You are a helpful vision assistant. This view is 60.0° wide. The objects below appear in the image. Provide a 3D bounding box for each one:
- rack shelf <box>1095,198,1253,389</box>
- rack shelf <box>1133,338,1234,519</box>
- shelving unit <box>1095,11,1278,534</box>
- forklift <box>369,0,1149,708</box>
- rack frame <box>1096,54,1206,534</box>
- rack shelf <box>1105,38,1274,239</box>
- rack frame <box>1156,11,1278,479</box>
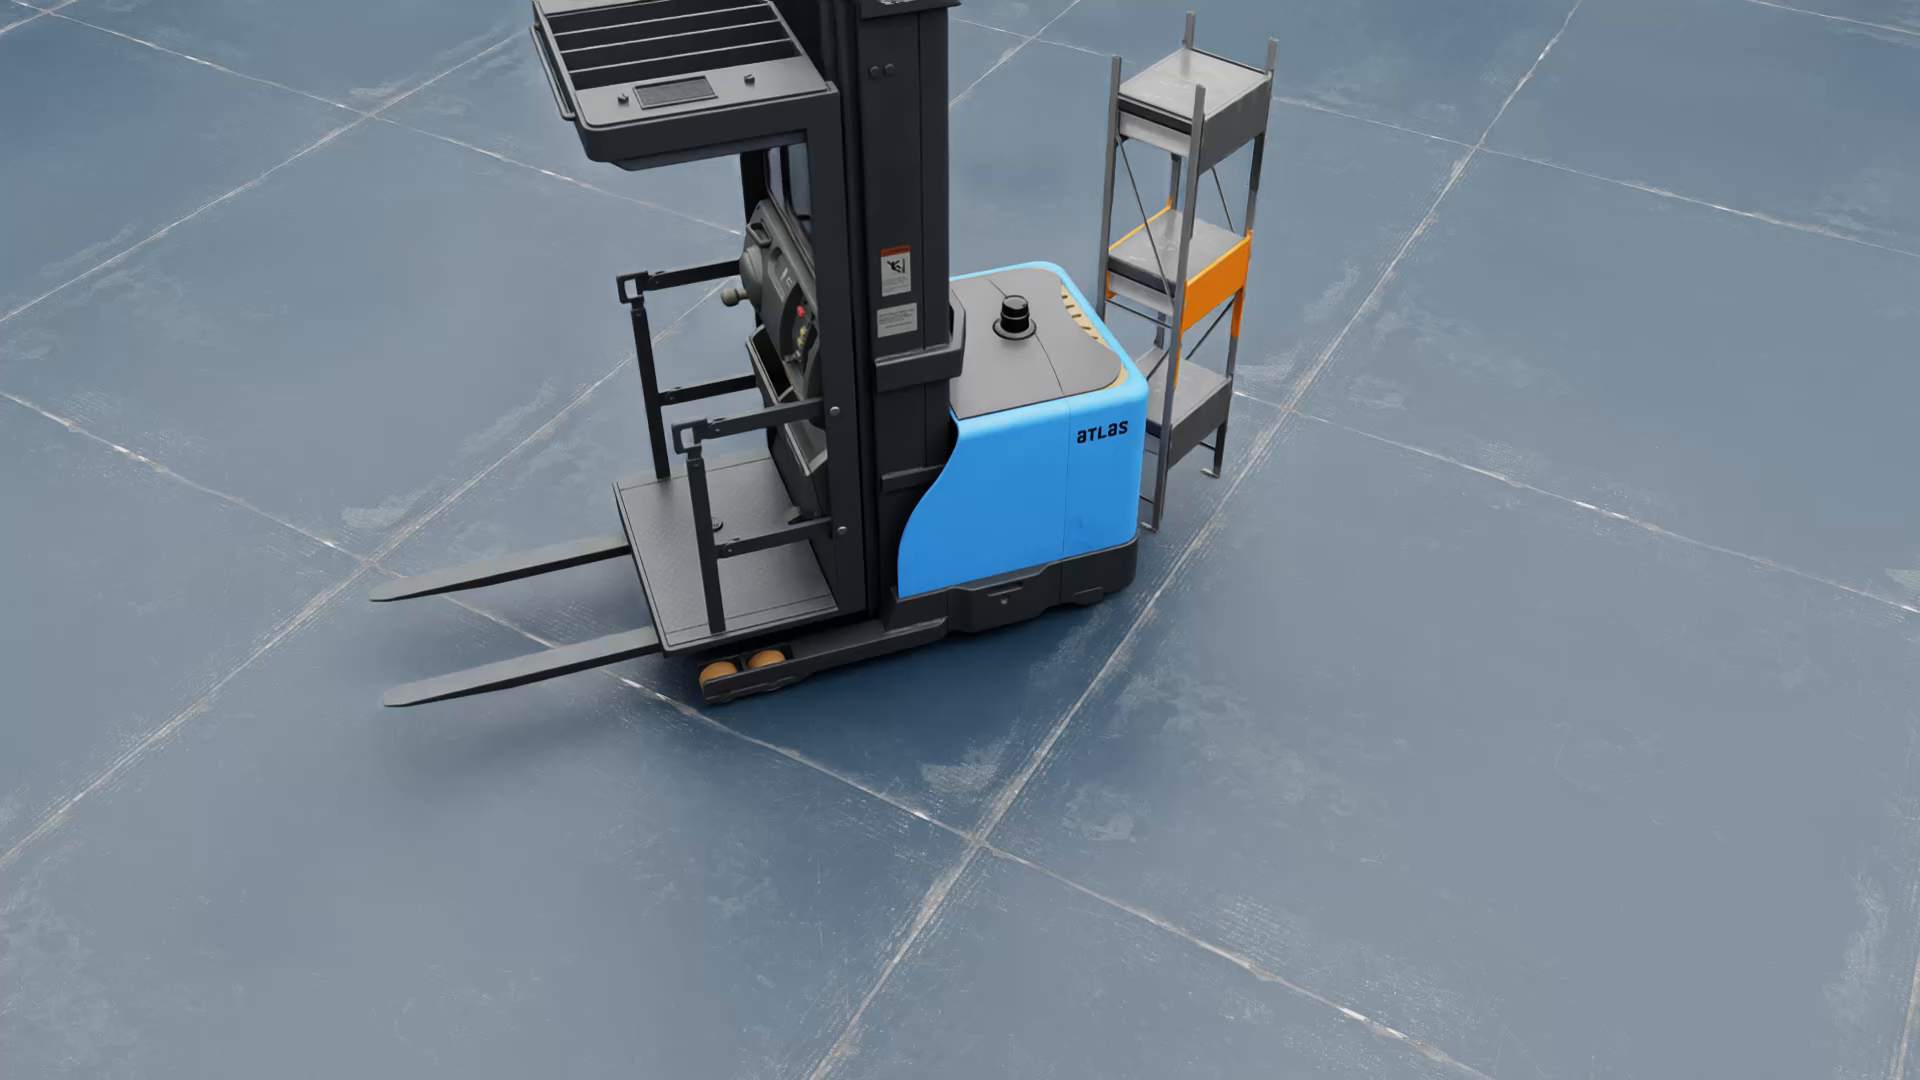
[{"bbox_3d":[0.871,-1.018,6.838,0.431,0.518,0.480,29,49,29],"label":"rack shelf"},{"bbox_3d":[0.871,-0.493,7.300,0.431,0.518,0.480,29,49,29],"label":"rack shelf"},{"bbox_3d":[0.871,-1.028,6.829,0.431,2.100,0.503,29,49,29],"label":"shelving unit"},{"bbox_3d":[-0.837,-0.855,6.003,3.031,2.935,1.130,-13,43,-15],"label":"forklift"},{"bbox_3d":[0.716,-0.904,6.688,0.400,2.100,0.015,29,49,29],"label":"rack frame"},{"bbox_3d":[0.871,-1.543,6.375,0.431,0.518,0.480,29,49,29],"label":"rack shelf"},{"bbox_3d":[1.026,-1.153,6.970,0.400,2.100,0.015,29,49,29],"label":"rack frame"}]
